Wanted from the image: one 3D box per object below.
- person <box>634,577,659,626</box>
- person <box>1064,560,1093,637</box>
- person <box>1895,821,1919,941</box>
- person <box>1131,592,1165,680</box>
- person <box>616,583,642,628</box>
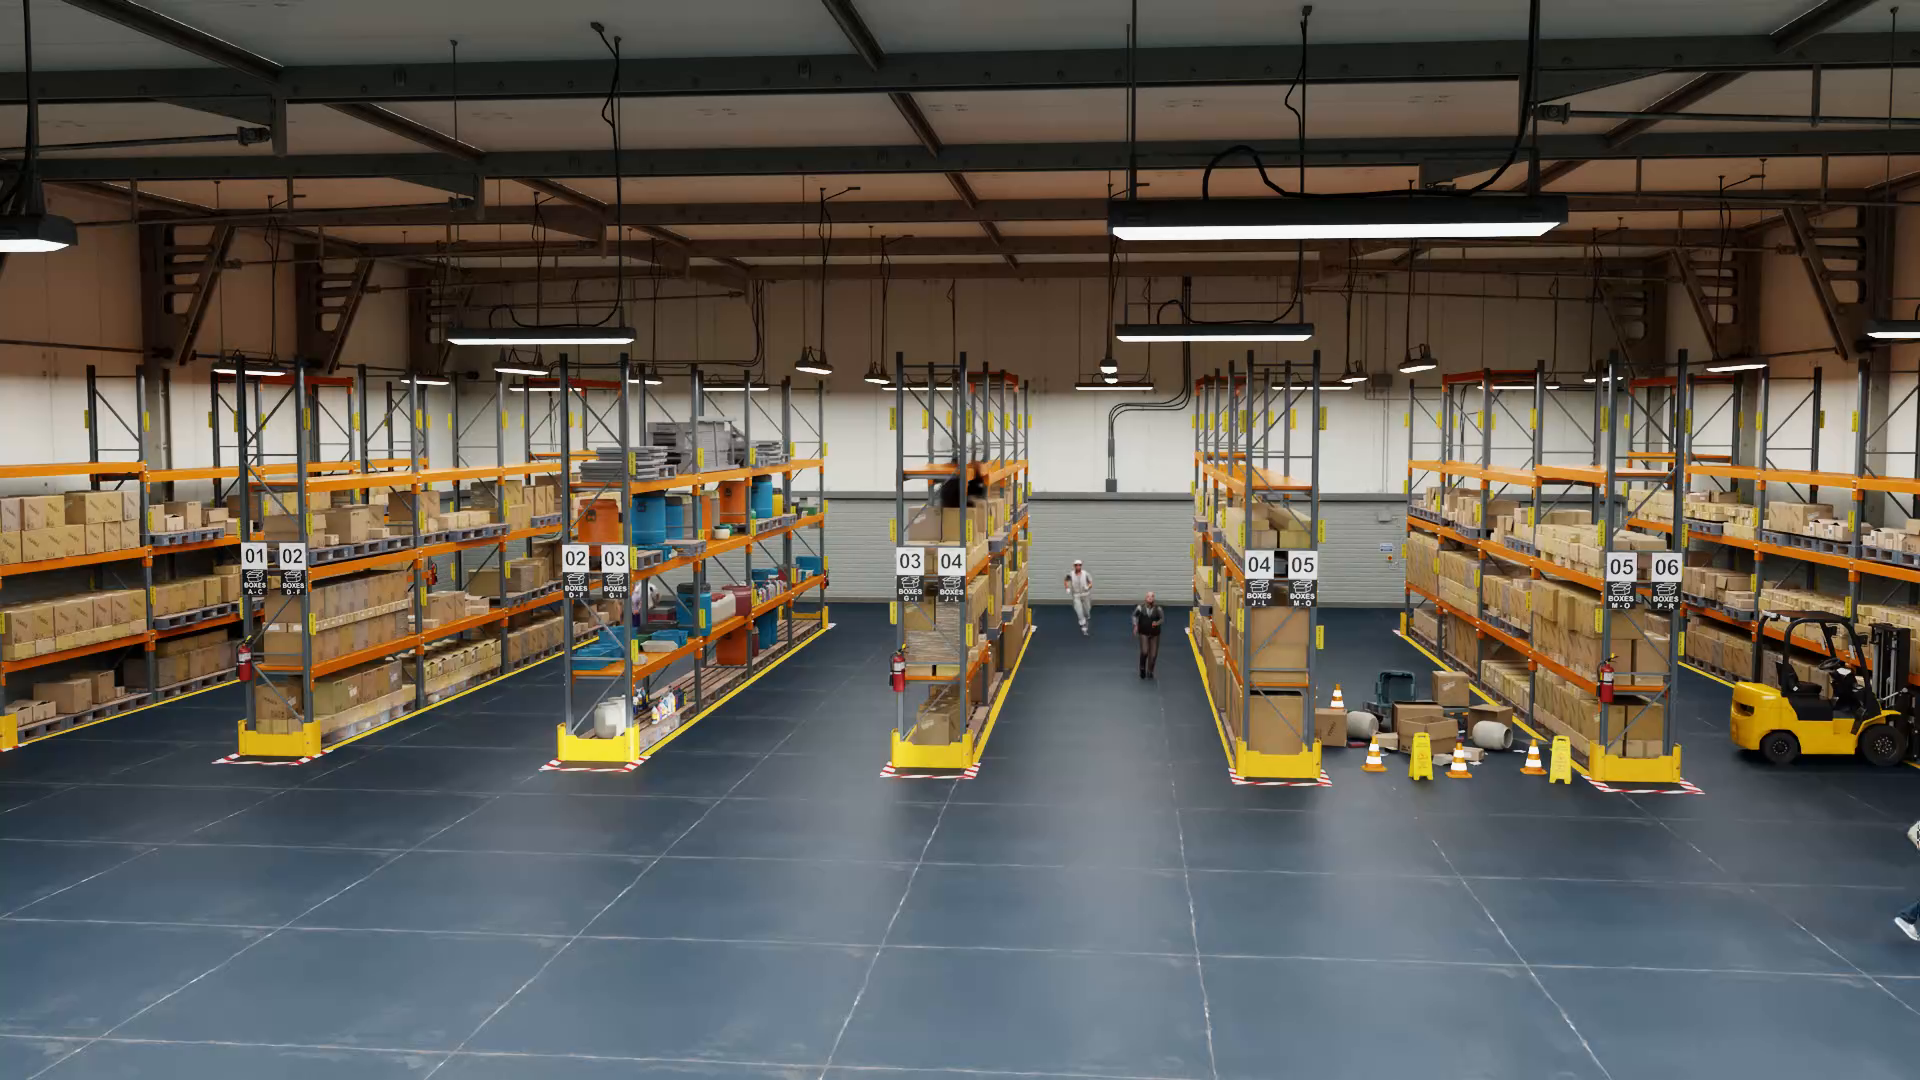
[{"bbox_3d":[-6.966,1.544,36.896,0.579,1.692,0.851,-1,4,-7],"label":"person"},{"bbox_3d":[2.792,1.339,39.059,0.652,1.770,0.983,0,4,-1],"label":"person"},{"bbox_3d":[9.191,3.076,15.540,0.532,1.594,0.879,-3,5,-36],"label":"person"},{"bbox_3d":[3.656,1.858,32.175,0.630,1.700,0.678,0,4,0],"label":"person"},{"bbox_3d":[-7.043,1.683,35.527,0.638,1.604,0.660,0,4,1],"label":"person"}]
